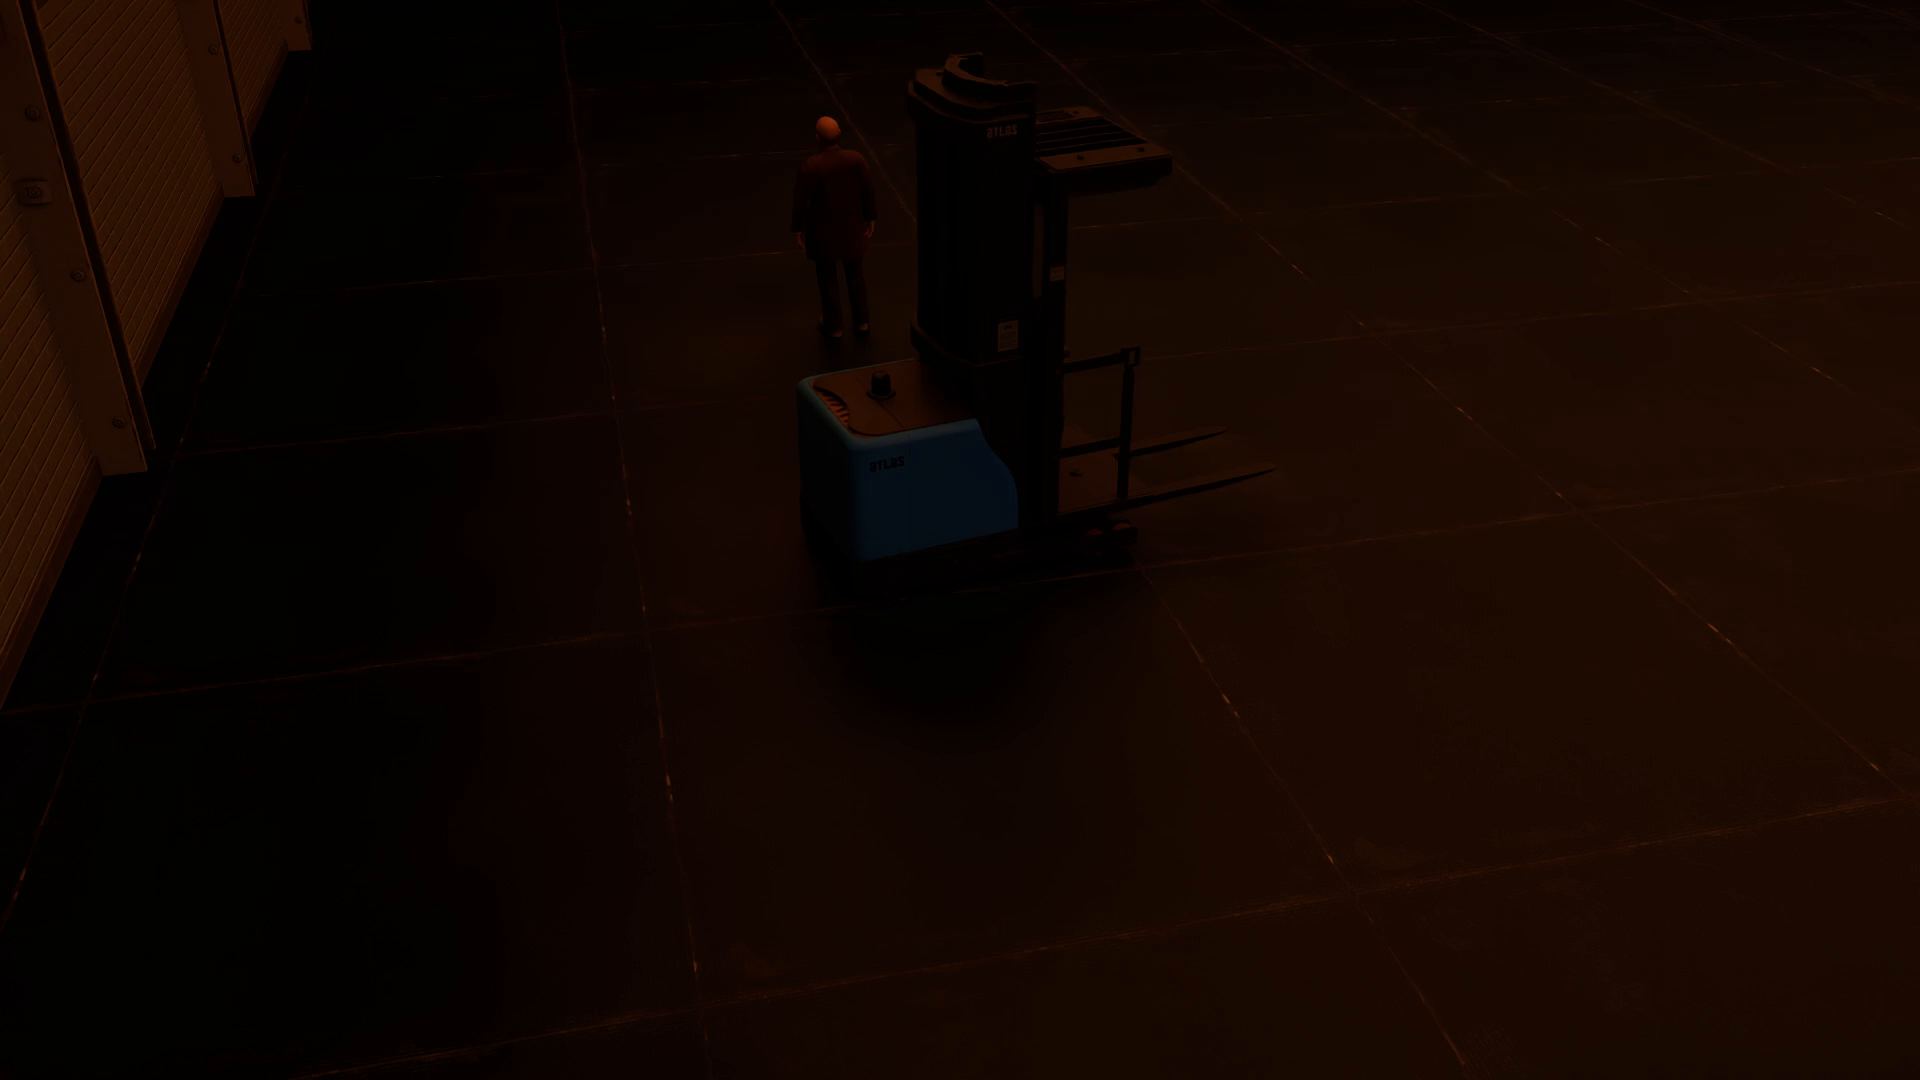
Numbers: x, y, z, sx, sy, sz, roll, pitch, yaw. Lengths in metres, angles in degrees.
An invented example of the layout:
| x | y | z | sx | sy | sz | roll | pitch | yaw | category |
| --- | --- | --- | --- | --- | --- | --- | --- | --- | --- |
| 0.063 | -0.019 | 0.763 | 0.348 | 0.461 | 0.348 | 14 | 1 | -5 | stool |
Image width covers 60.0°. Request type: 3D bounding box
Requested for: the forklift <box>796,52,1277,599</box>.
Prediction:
| x | y | z | sx | sy | sz | roll | pitch | yaw | category |
| --- | --- | --- | --- | --- | --- | --- | --- | --- | --- |
| 0.557 | -1.397 | 9.988 | 3.031 | 2.935 | 1.130 | -12 | 32 | -20 | forklift |

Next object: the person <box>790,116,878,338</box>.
| x | y | z | sx | sy | sz | roll | pitch | yaw | category |
| --- | --- | --- | --- | --- | --- | --- | --- | --- | --- |
| -0.993 | -2.455 | 12.963 | 0.690 | 1.783 | 0.559 | -8 | 31 | -13 | person |
